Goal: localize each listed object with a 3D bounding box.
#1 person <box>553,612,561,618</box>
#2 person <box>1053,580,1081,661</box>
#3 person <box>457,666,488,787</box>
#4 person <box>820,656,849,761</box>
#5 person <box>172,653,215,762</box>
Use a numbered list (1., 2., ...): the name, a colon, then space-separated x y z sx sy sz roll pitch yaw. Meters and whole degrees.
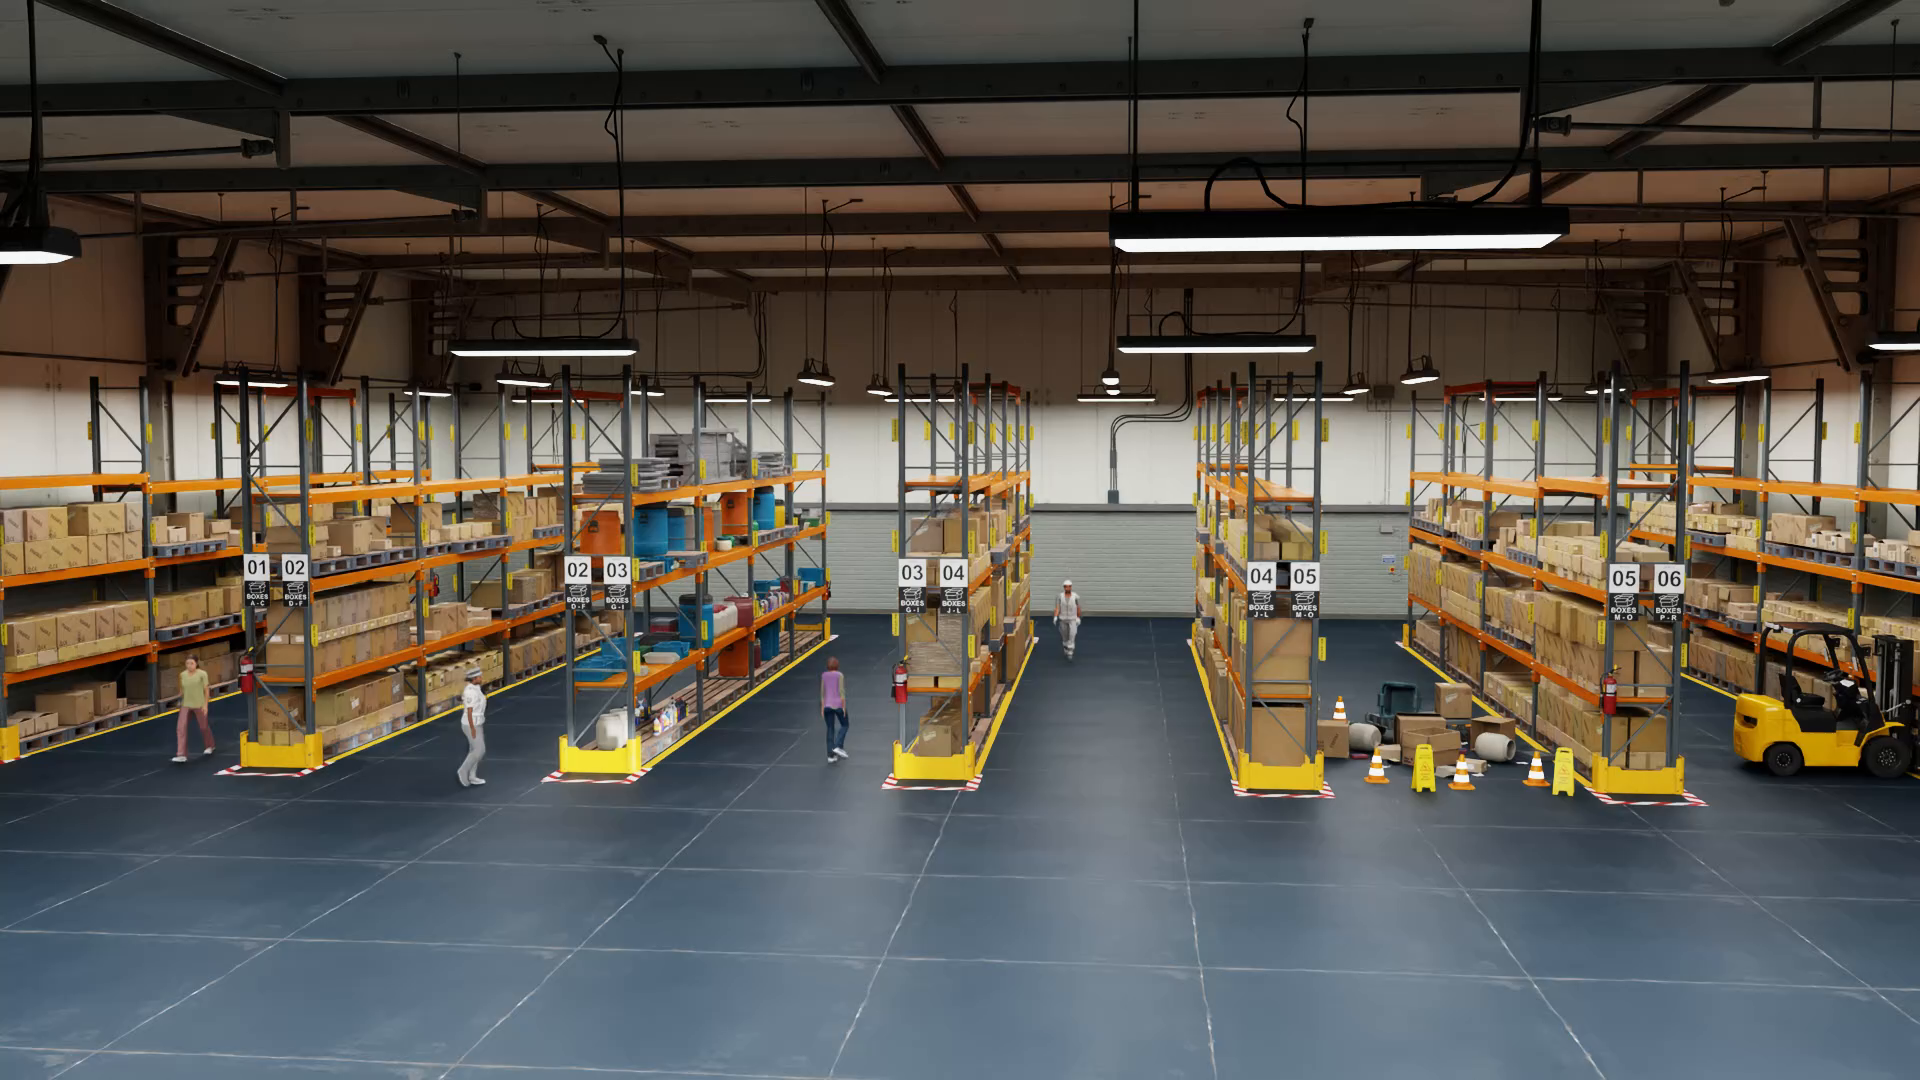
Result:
1. person: -11.002 1.225 45.003 0.927 1.750 0.590 4 5 44
2. person: 2.369 1.757 36.733 0.594 1.726 1.067 0 4 8
3. person: -6.902 2.635 23.585 0.428 1.681 0.473 0 4 1
4. person: -1.928 2.580 25.366 0.455 1.566 0.442 1 4 13
5. person: -11.765 2.549 25.528 0.458 1.642 0.896 -1 4 -10
